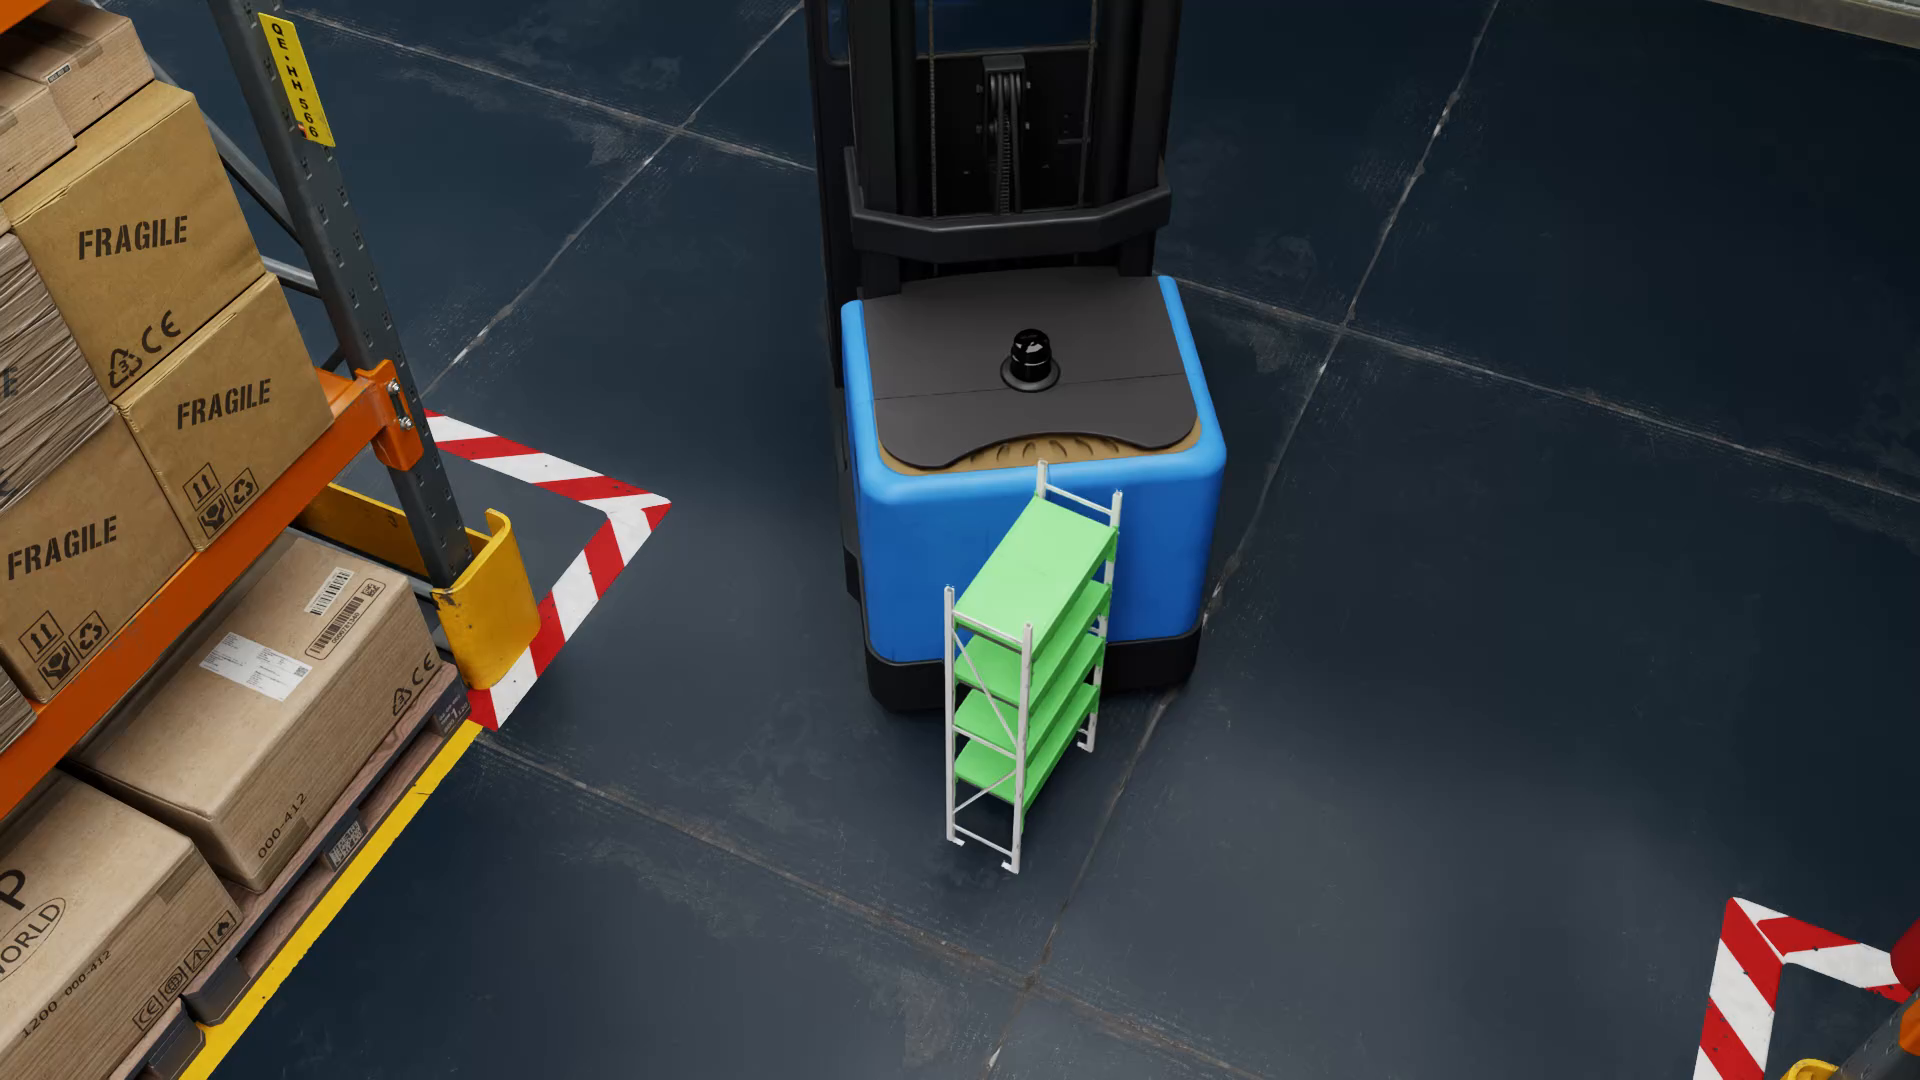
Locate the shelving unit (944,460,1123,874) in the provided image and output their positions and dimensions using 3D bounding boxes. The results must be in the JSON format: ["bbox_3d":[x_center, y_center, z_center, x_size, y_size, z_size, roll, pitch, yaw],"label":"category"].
[{"bbox_3d":[0.190,0.388,4.630,0.258,1.200,0.503,24,54,19],"label":"shelving unit"}]

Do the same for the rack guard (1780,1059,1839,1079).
[{"bbox_3d":[2.480,1.710,3.967,1.175,0.500,0.348,20,52,16],"label":"rack guard"}]

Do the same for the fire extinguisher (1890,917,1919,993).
[{"bbox_3d":[2.157,0.742,3.445,0.296,0.674,0.183,20,52,16],"label":"fire extinguisher"}]

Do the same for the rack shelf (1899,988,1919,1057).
[{"bbox_3d":[1.658,2.458,2.162,1.077,0.370,4.000,20,52,16],"label":"rack shelf"}]

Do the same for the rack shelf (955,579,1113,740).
[{"bbox_3d":[0.190,0.275,4.496,0.258,0.148,0.480,24,54,19],"label":"rack shelf"}]

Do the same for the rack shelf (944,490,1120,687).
[{"bbox_3d":[0.190,0.120,4.313,0.258,0.148,0.480,24,54,19],"label":"rack shelf"}]

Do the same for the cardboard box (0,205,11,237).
[{"bbox_3d":[-2.070,-0.632,3.170,0.380,0.149,0.250,19,52,16],"label":"cardboard box"}]

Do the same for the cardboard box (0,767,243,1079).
[{"bbox_3d":[-2.552,1.049,4.294,0.875,0.438,0.875,21,53,17],"label":"cardboard box"}]

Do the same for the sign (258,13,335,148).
[{"bbox_3d":[-1.492,-1.031,3.742,0.100,0.325,0.005,20,52,16],"label":"sign"}]

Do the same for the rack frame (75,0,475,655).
[{"bbox_3d":[-1.977,-0.765,4.432,1.000,3.000,0.127,20,52,16],"label":"rack frame"}]

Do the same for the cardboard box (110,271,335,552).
[{"bbox_3d":[-1.944,-0.379,4.038,0.500,0.500,0.500,20,53,16],"label":"cardboard box"}]

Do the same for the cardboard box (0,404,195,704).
[{"bbox_3d":[-2.172,-0.039,3.748,0.500,0.500,0.500,19,52,15],"label":"cardboard box"}]

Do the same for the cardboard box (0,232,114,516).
[{"bbox_3d":[-2.165,-0.343,3.350,0.500,0.500,0.500,20,52,16],"label":"cardboard box"}]

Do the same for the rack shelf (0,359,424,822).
[{"bbox_3d":[-2.832,0.845,3.534,1.077,0.370,4.000,20,52,16],"label":"rack shelf"}]

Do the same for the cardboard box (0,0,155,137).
[{"bbox_3d":[-1.949,-1.020,3.500,0.380,0.149,0.250,20,53,17],"label":"cardboard box"}]

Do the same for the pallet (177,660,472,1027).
[{"bbox_3d":[-2.248,0.715,5.003,1.003,0.211,1.213,20,52,16],"label":"pallet"}]

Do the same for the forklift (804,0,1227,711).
[{"bbox_3d":[0.066,-1.552,5.146,1.130,2.935,3.031,-5,50,-4],"label":"forklift"}]

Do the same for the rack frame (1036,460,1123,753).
[{"bbox_3d":[0.311,0.226,4.767,0.240,1.200,0.015,24,54,19],"label":"rack frame"}]

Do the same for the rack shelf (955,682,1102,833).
[{"bbox_3d":[0.189,0.584,4.863,0.258,0.148,0.480,24,54,19],"label":"rack shelf"}]

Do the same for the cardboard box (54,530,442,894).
[{"bbox_3d":[-2.169,0.416,4.833,0.875,0.438,0.875,18,52,15],"label":"cardboard box"}]

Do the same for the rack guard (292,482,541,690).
[{"bbox_3d":[-1.967,0.028,5.398,1.175,0.500,0.348,20,52,16],"label":"rack guard"}]

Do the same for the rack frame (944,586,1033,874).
[{"bbox_3d":[0.069,0.550,4.494,0.240,1.200,0.015,24,54,19],"label":"rack frame"}]

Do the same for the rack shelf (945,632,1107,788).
[{"bbox_3d":[0.190,0.430,4.679,0.258,0.148,0.480,24,54,19],"label":"rack shelf"}]

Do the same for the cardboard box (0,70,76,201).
[{"bbox_3d":[-2.036,-0.837,3.345,0.380,0.149,0.250,21,53,17],"label":"cardboard box"}]

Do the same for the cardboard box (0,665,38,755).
[{"bbox_3d":[-2.383,0.319,3.444,0.500,0.500,0.500,21,53,17],"label":"cardboard box"}]

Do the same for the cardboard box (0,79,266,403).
[{"bbox_3d":[-1.968,-0.712,3.664,0.500,0.500,0.500,21,53,17],"label":"cardboard box"}]

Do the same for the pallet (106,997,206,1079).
[{"bbox_3d":[-2.770,1.552,4.291,1.003,0.211,1.213,20,52,16],"label":"pallet"}]
